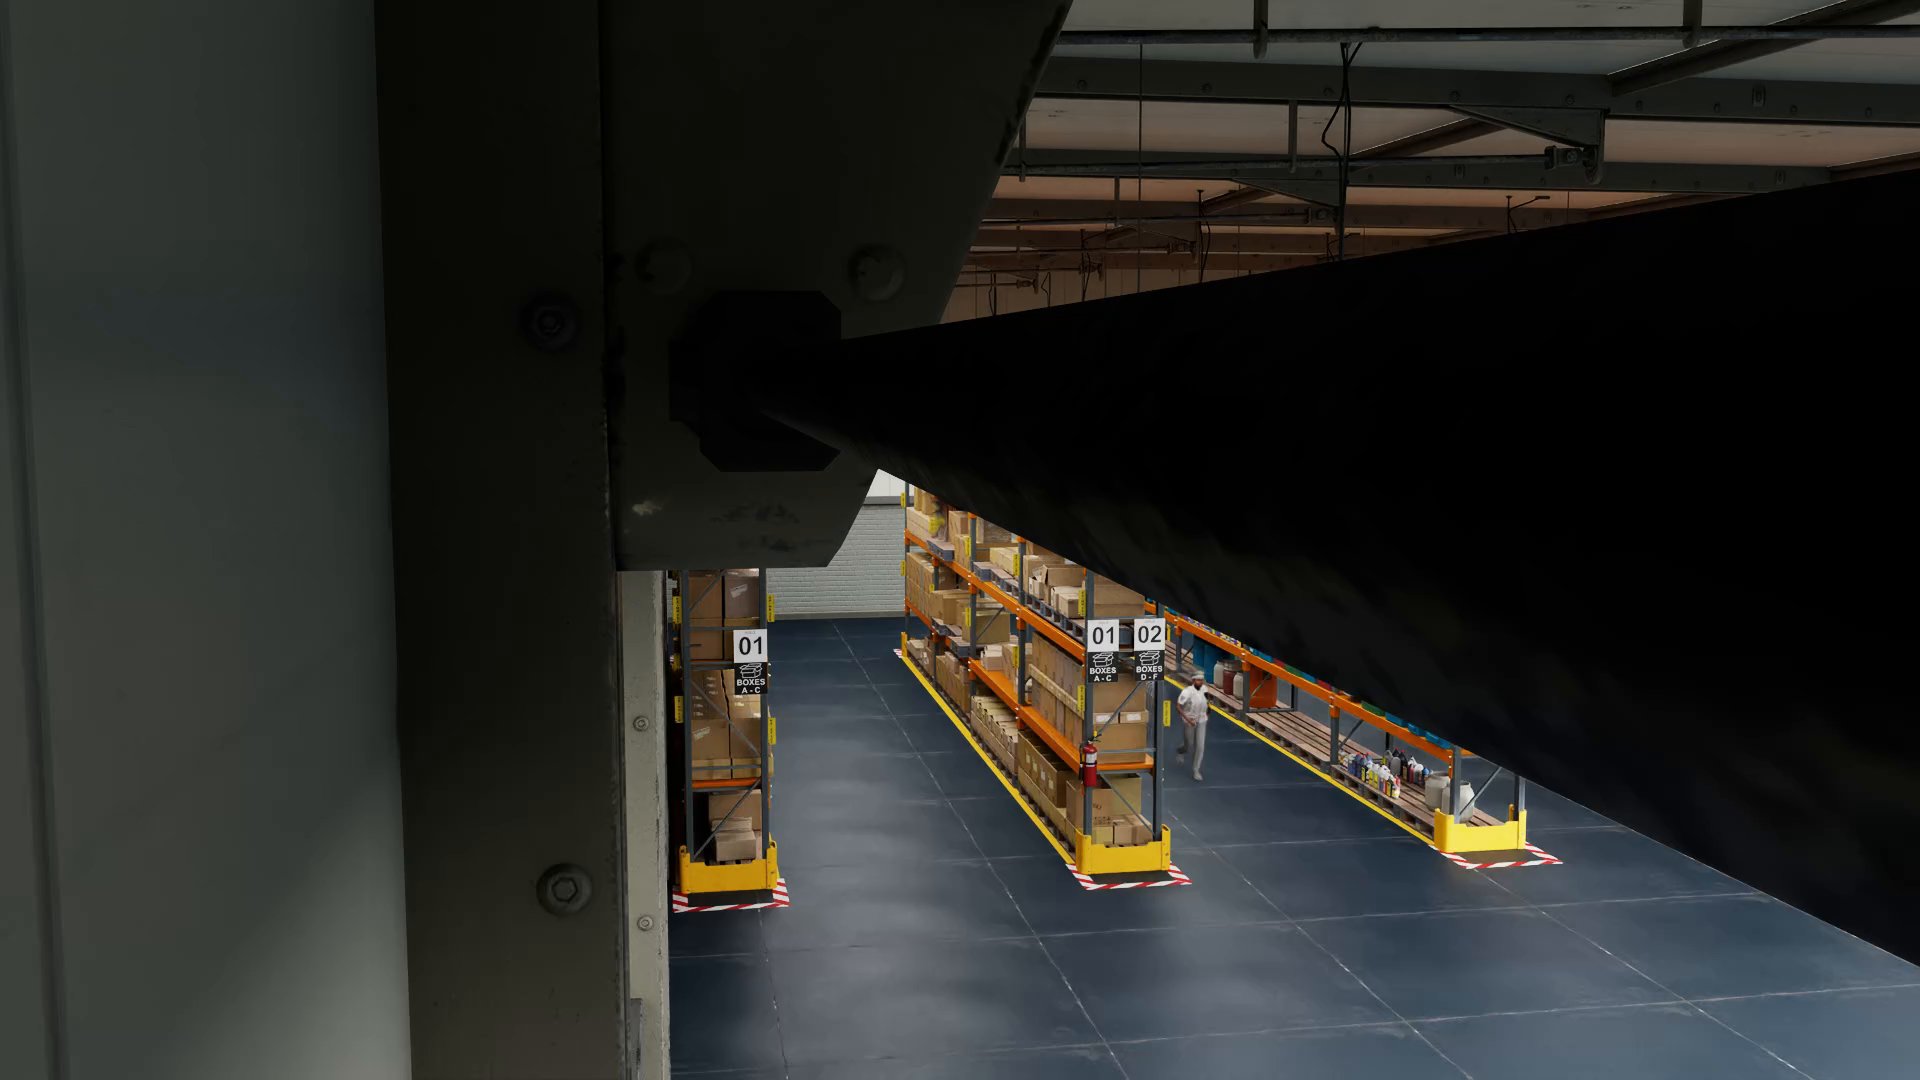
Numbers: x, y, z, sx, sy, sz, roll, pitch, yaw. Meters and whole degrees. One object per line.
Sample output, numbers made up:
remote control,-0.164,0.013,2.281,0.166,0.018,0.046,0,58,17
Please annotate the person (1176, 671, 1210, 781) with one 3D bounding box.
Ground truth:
person,3.630,2.836,25.869,0.600,1.683,0.804,-2,6,-20
